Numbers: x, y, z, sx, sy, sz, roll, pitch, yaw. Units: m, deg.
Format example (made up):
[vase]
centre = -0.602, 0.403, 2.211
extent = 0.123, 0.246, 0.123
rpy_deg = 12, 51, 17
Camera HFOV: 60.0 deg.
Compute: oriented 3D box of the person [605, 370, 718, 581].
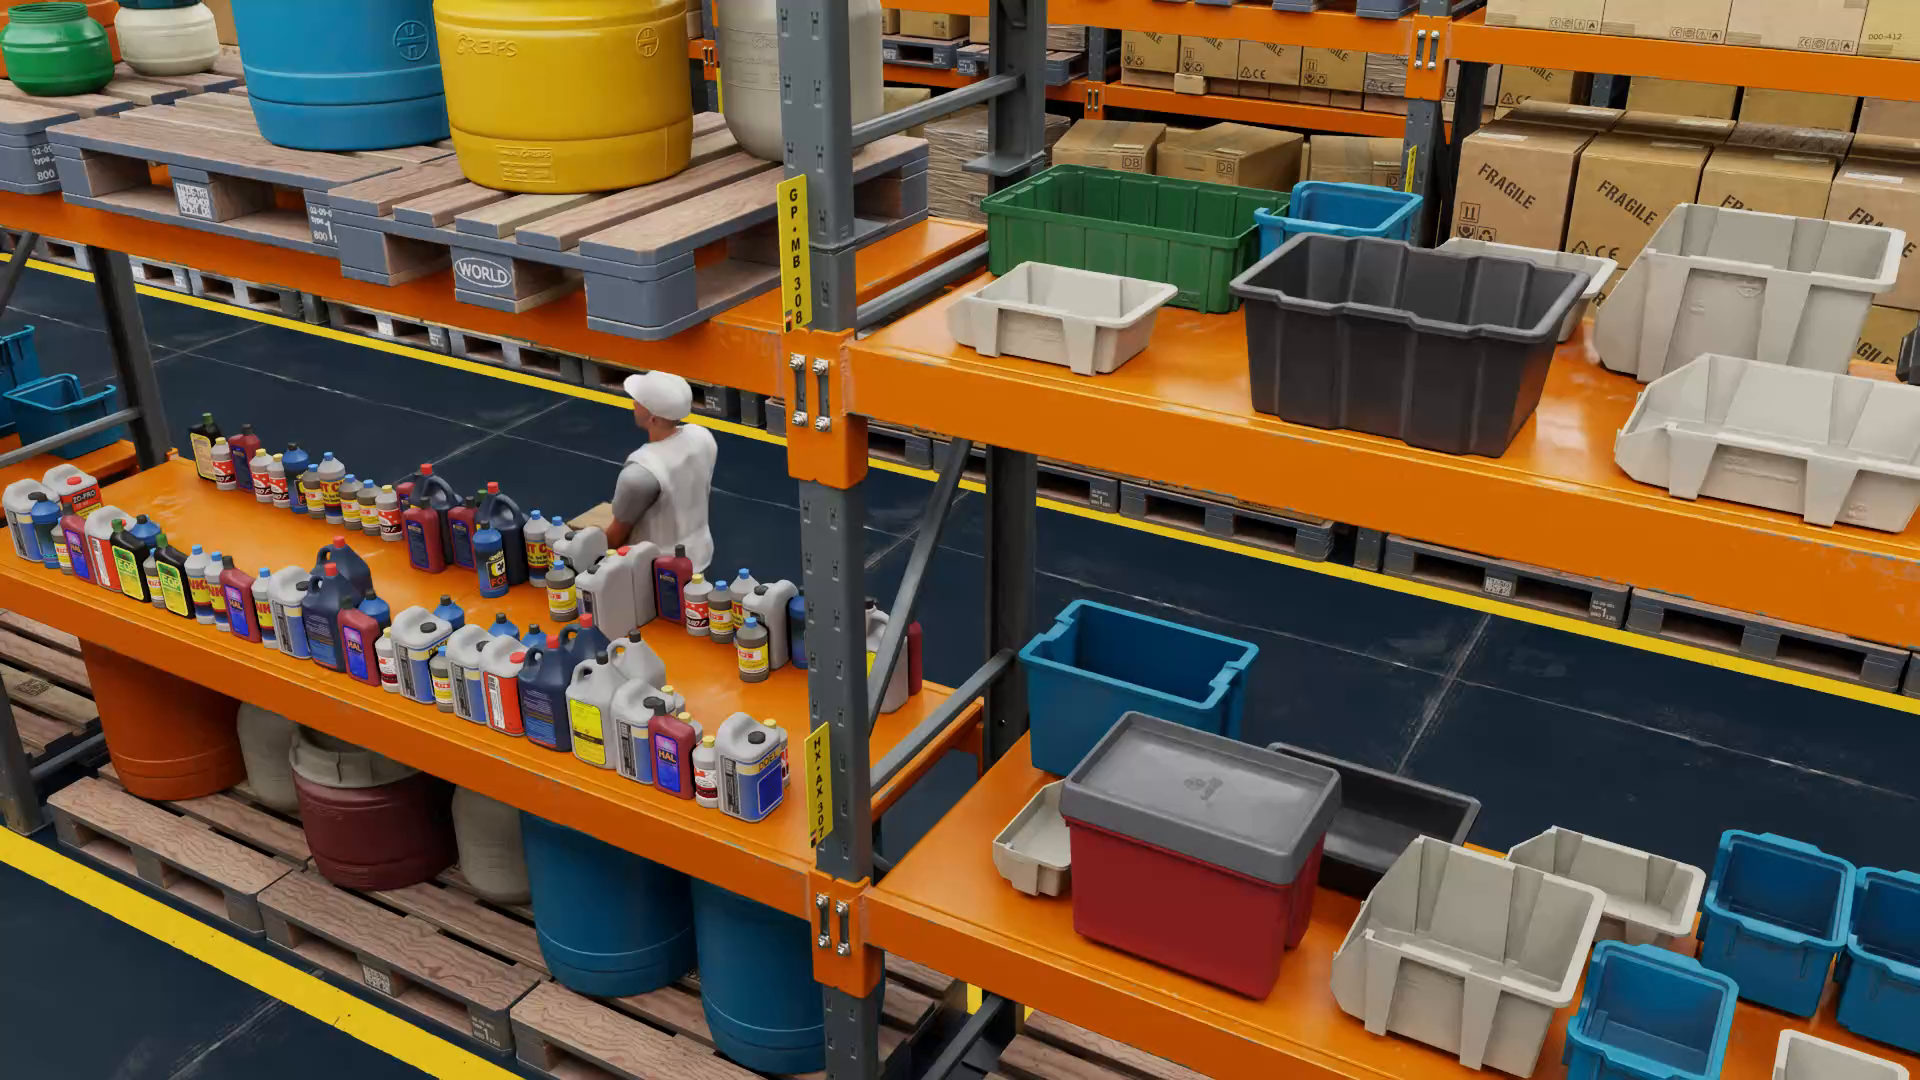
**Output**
[person]
centre = -1.263, 0.108, 6.863
extent = 0.525, 1.793, 0.535
rpy_deg = 14, 30, 26
